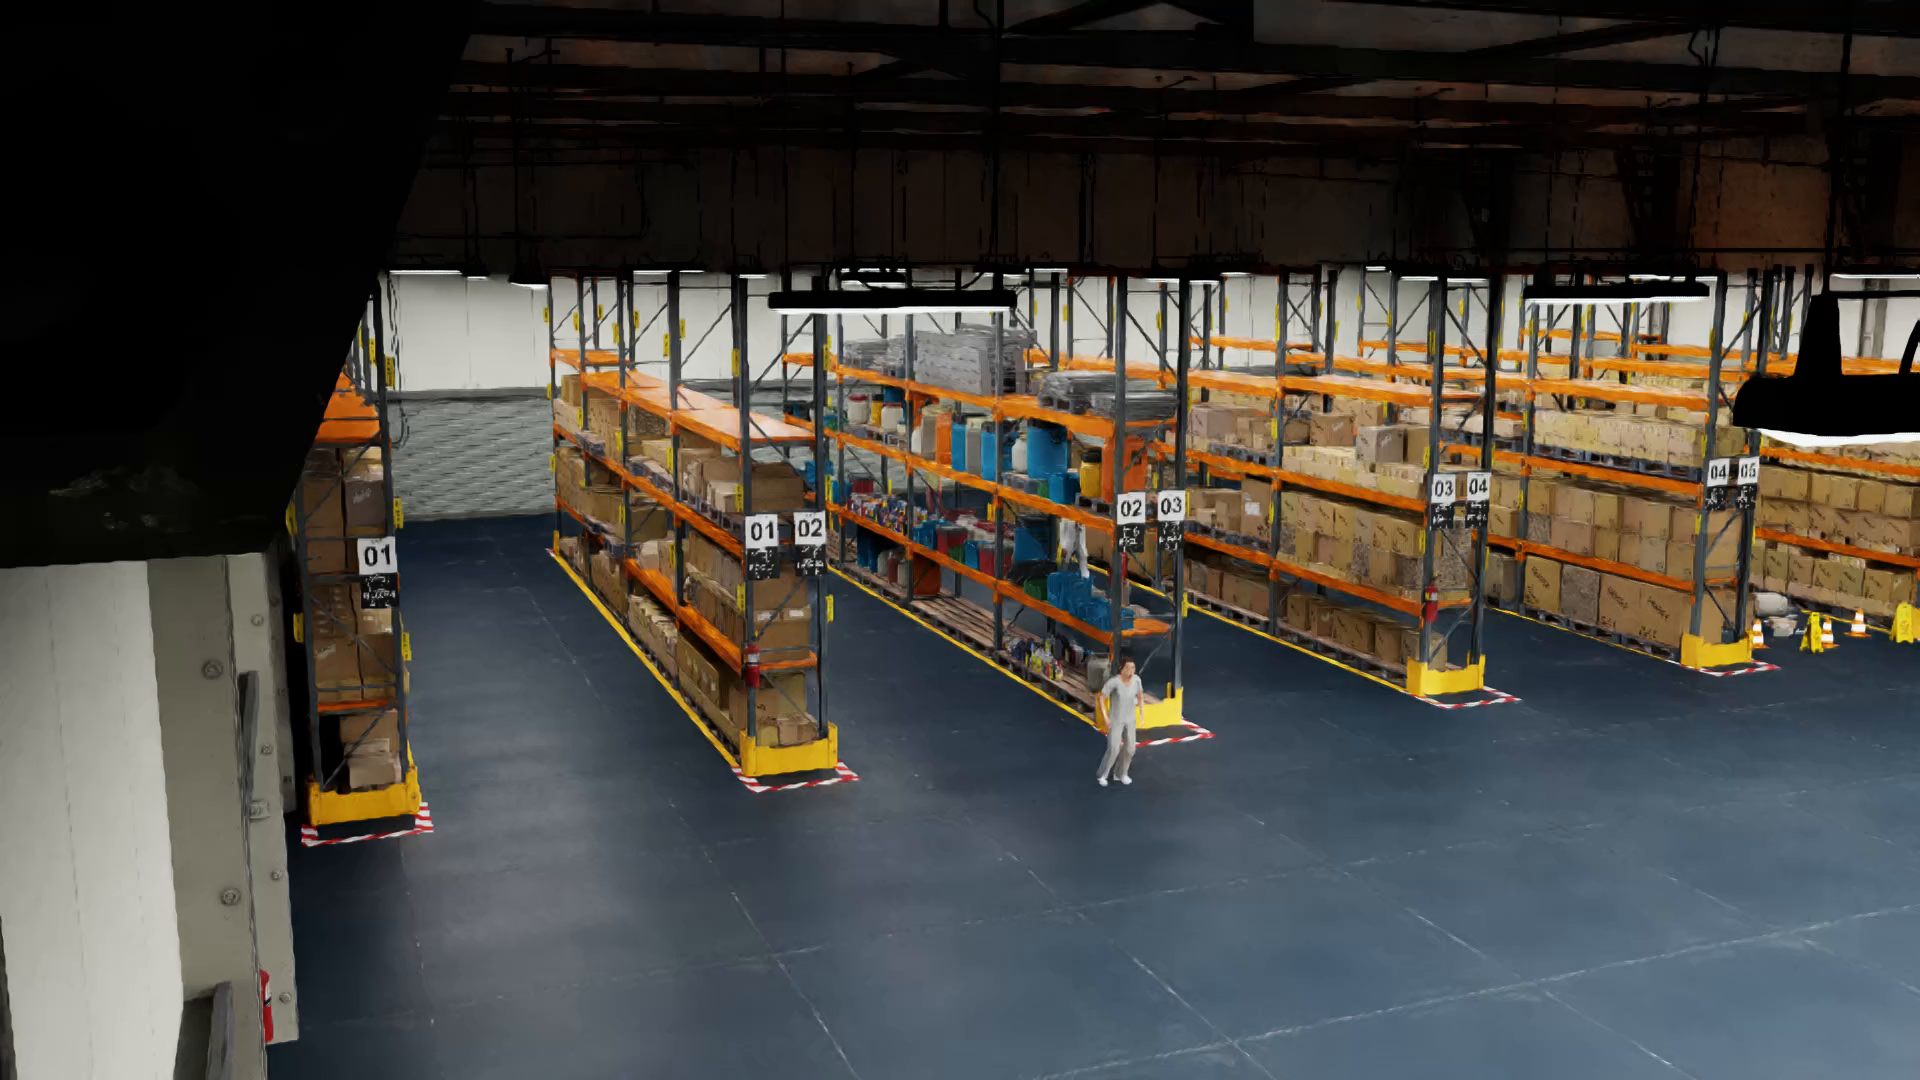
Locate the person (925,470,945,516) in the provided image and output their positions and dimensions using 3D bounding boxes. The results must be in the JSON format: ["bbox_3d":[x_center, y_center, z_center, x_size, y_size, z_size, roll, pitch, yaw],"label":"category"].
[{"bbox_3d":[-0.565,-1.221,39.001,0.562,1.625,0.535,9,13,41],"label":"person"}]

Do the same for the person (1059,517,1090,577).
[{"bbox_3d":[2.126,0.119,30.955,0.598,1.698,1.194,-4,11,-19],"label":"person"}]

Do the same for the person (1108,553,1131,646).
[{"bbox_3d":[2.523,0.881,26.831,0.502,1.636,0.588,1,10,8],"label":"person"}]

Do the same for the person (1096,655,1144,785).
[{"bbox_3d":[1.906,2.139,19.765,0.580,1.619,0.507,-4,11,-24],"label":"person"}]
